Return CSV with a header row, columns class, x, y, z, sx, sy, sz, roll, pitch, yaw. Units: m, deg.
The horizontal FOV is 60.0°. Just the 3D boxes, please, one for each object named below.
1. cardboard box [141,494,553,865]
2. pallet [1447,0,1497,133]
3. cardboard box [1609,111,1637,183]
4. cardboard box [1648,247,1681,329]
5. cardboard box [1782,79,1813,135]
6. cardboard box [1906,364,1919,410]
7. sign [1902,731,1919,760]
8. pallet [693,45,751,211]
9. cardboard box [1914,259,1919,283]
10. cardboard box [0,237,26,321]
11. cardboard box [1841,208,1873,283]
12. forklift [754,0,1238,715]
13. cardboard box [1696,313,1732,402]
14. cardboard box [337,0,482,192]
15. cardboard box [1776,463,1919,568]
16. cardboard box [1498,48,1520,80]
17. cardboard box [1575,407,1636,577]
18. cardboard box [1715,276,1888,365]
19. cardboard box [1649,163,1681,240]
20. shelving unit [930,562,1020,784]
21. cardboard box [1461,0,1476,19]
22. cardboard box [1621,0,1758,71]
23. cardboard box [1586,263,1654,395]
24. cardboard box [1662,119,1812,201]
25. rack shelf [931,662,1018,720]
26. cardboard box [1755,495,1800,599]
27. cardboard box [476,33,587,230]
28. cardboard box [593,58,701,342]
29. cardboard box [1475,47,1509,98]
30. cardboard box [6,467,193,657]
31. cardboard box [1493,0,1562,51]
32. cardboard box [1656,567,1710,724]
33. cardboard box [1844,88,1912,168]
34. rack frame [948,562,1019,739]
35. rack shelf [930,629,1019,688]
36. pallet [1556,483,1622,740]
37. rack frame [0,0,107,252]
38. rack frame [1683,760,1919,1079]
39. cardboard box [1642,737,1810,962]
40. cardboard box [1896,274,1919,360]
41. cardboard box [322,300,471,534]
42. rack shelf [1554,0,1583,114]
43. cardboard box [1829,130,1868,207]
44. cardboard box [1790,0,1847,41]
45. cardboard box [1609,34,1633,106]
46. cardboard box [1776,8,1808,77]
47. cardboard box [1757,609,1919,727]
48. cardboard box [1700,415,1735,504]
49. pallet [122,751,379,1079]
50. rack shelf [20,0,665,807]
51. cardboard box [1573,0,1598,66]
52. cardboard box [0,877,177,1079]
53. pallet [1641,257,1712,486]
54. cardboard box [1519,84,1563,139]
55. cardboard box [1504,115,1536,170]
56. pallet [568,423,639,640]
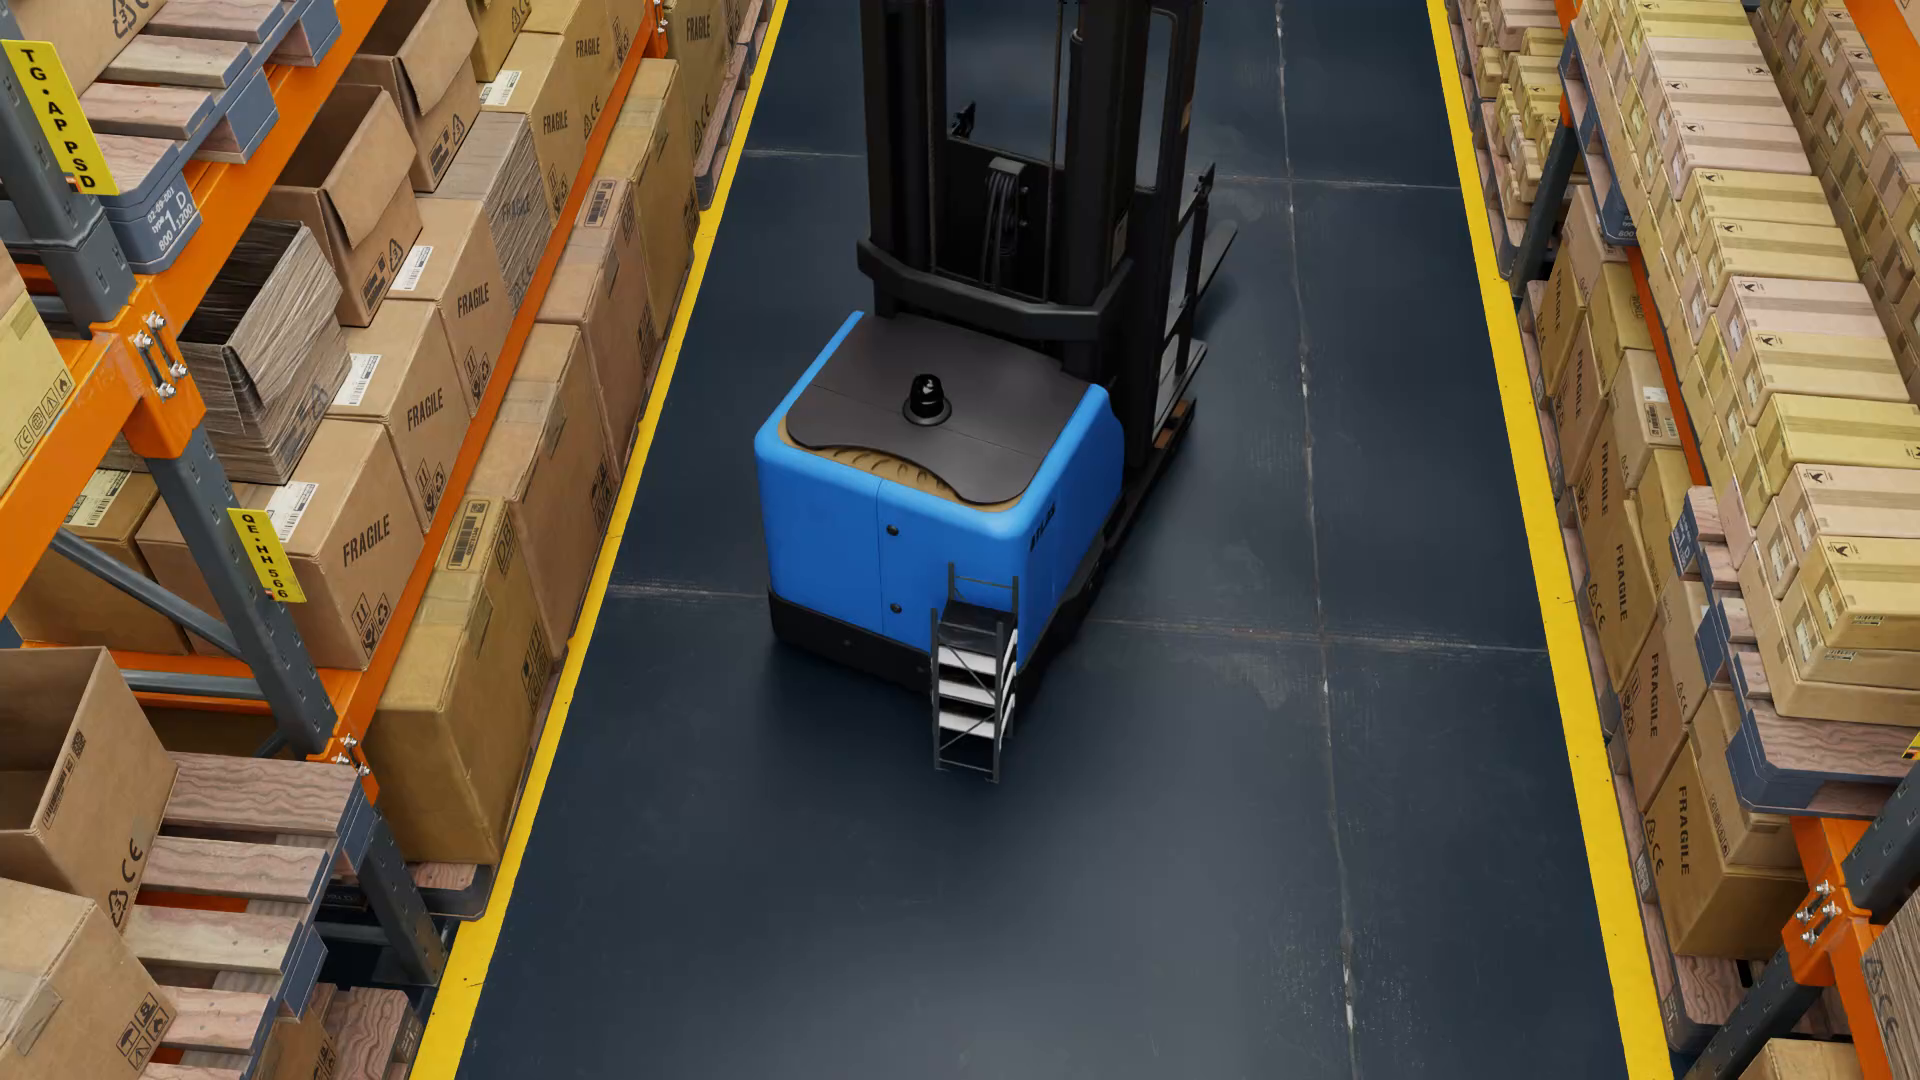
class,x,y,z,sx,sy,sz,roll,pitch,yaw
cardboard box,-2.116,0.444,5.492,1.225,0.875,0.875,2,48,2
pallet,3.230,-2.611,9.021,1.003,0.211,1.213,4,48,4
cardboard box,2.531,-1.383,5.894,0.380,0.149,0.250,4,48,4
cardboard box,2.462,-0.811,5.370,0.380,0.149,0.250,2,48,2
cardboard box,3.209,-1.535,6.033,0.380,0.149,0.250,4,48,3
cardboard box,3.066,-0.379,4.976,0.380,0.149,0.250,5,48,5
sign,2.190,0.389,3.657,0.100,0.325,0.005,4,48,4
pallet,-1.687,-2.177,8.624,1.003,0.211,1.213,4,48,4
cardboard box,3.084,-0.768,4.928,0.380,0.149,0.250,5,48,5
cardboard box,-1.994,-0.473,2.736,0.500,0.500,0.500,5,48,5
cardboard box,3.141,-0.951,5.499,0.380,0.149,0.250,6,48,5
forklift,0.363,-1.434,6.102,1.130,2.935,3.031,19,50,17
cardboard box,2.415,-0.525,4.907,0.380,0.149,0.250,4,48,3
cardboard box,-2.000,-1.506,5.373,0.797,0.503,0.637,5,48,5
cardboard box,2.344,-0.051,4.272,0.380,0.149,0.250,3,48,3
cardboard box,2.951,-2.454,8.433,0.380,0.149,0.250,5,48,4
cardboard box,2.683,-0.155,6.294,0.500,0.500,0.500,5,48,4
cardboard box,2.416,-0.616,4.789,0.380,0.149,0.250,4,48,4
cardboard box,2.487,-1.091,5.425,0.380,0.149,0.250,3,48,3
shelving unit,0.050,0.474,5.733,0.258,0.900,0.210,12,49,10
cardboard box,2.965,-2.980,9.116,0.380,0.149,0.250,2,48,2
cardboard box,2.556,-1.763,5.838,0.380,0.149,0.250,4,48,4
cardboard box,2.719,-0.791,6.368,0.500,0.250,0.500,5,48,5
cardboard box,2.485,-1.206,5.329,0.380,0.149,0.250,5,48,5
rack shelf,0.050,0.496,5.757,0.258,0.077,0.200,12,49,10
cardboard box,2.345,0.035,4.395,0.380,0.149,0.250,5,48,5
cardboard box,-1.698,-1.489,6.037,0.500,0.500,0.500,3,48,3
cardboard box,-1.873,-1.518,7.287,1.225,0.875,0.875,4,48,4
cardboard box,2.886,-2.408,8.593,0.380,0.149,0.250,4,48,3
cardboard box,-2.401,-0.039,4.711,0.500,0.500,0.500,5,48,5
cardboard box,2.902,-2.581,8.348,0.380,0.149,0.250,2,48,2
cardboard box,2.567,0.339,5.334,0.500,0.250,0.500,4,48,4
cardboard box,3.154,-1.346,5.457,0.380,0.149,0.250,2,48,2
rack frame,0.078,0.402,5.799,0.240,0.900,0.006,12,49,10
rack shelf,0.050,0.375,5.624,0.258,0.077,0.200,12,49,10
pallet,2.917,0.255,6.399,1.003,0.211,1.213,4,48,4
rack frame,-2.199,-1.650,2.187,1.000,3.000,0.127,4,48,4
rack frame,2.728,0.782,4.028,0.949,2.616,0.053,4,48,4
cardboard box,2.530,0.983,5.253,0.500,0.500,0.500,4,48,3
cardboard box,3.091,-0.663,5.034,0.380,0.149,0.250,3,48,3
cardboard box,-1.839,-0.377,5.020,0.500,0.500,0.500,3,48,2
rack shelf,3.278,-3.384,8.326,1.077,0.370,4.000,4,48,4
cardboard box,3.162,-1.241,5.562,0.380,0.149,0.250,2,48,2
cardboard box,3.230,-1.909,5.972,0.380,0.149,0.250,3,48,2
cardboard box,2.557,-1.676,5.960,0.380,0.149,0.250,5,48,4
cardboard box,3.233,-1.815,6.087,0.380,0.149,0.250,4,48,4
cardboard box,2.318,0.332,4.325,0.380,0.149,0.250,5,48,4
cardboard box,2.392,-0.222,4.832,0.380,0.149,0.250,3,48,3
pallet,-2.158,0.970,3.986,1.213,0.211,1.003,4,48,4
rack shelf,-2.017,-0.852,6.010,1.077,0.370,4.000,4,48,4
cardboard box,2.601,-1.955,6.417,0.380,0.149,0.250,2,48,2
cardboard box,-2.160,1.015,3.462,0.700,0.500,0.500,10,48,9
pallet,2.870,-0.610,5.431,1.003,0.211,1.213,4,48,4
cardboard box,2.852,-2.007,7.823,0.380,0.149,0.250,4,48,4
cardboard box,2.820,-1.889,7.917,0.380,0.149,0.250,2,48,2
pallet,-1.939,-0.153,6.773,1.003,0.211,1.213,4,48,4
